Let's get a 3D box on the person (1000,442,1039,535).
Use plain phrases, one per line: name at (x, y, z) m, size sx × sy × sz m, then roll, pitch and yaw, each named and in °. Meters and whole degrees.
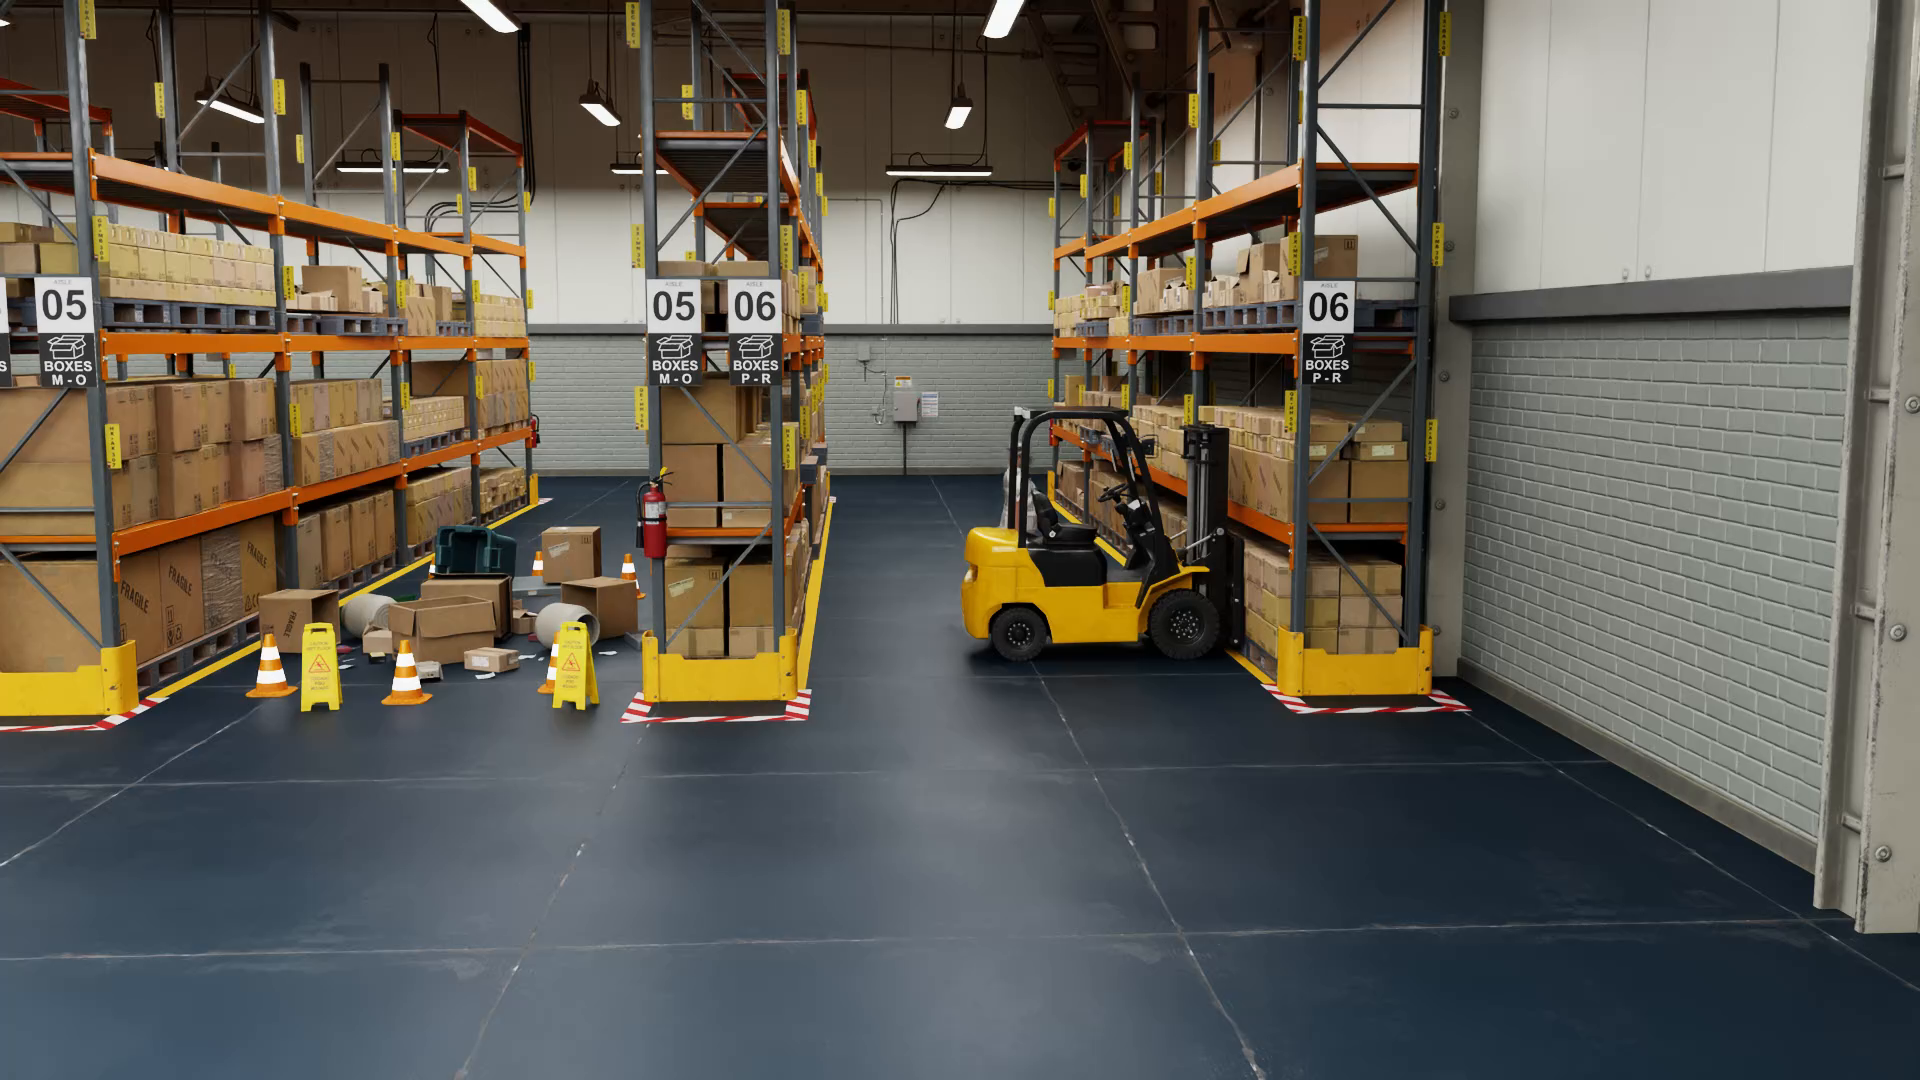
person at (0.737, -0.096, 16.431) m, size 0.736 × 1.742 × 0.562 m, roll -1°, pitch 7°, yaw -8°
